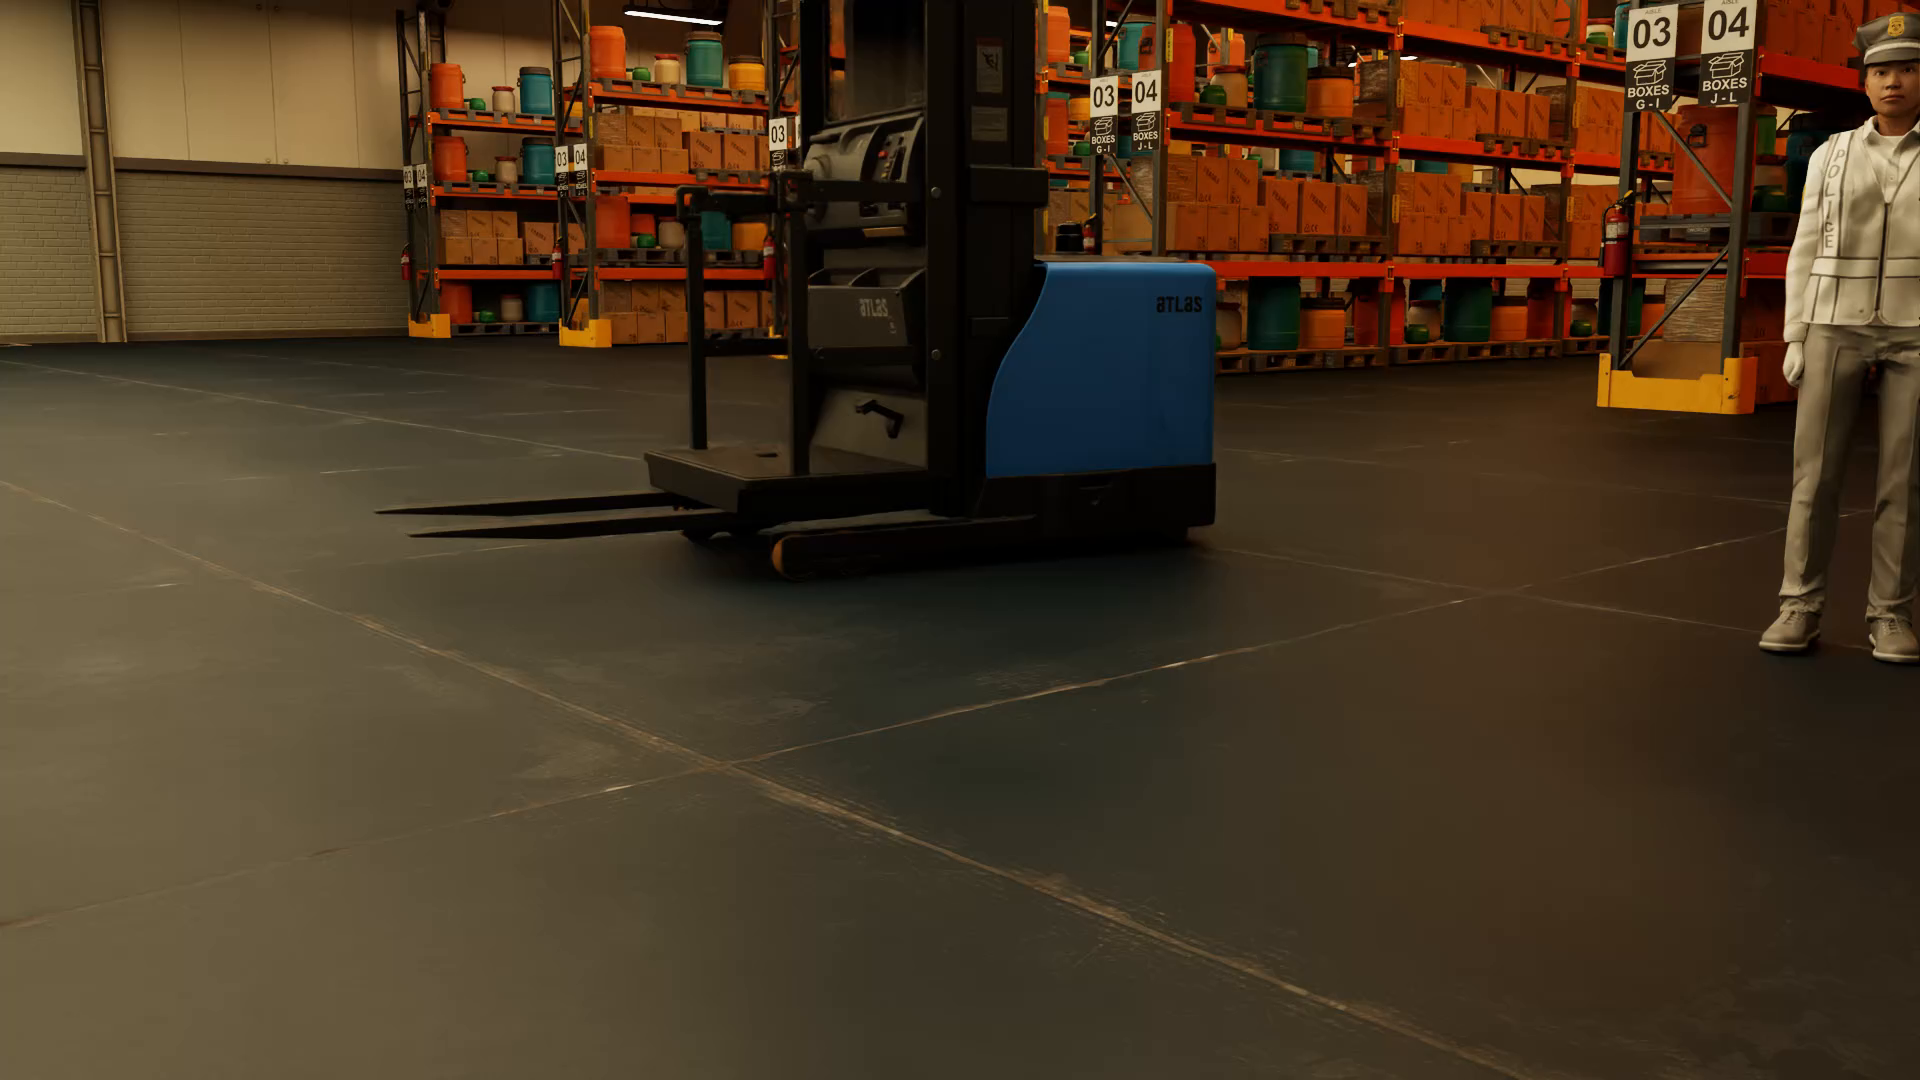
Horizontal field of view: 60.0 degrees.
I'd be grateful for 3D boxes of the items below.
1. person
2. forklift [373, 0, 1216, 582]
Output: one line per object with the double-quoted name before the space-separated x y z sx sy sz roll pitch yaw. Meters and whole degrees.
"person" 2.453 -0.529 4.446 0.464 1.692 0.336 5 10 29
"forklift" -0.546 -1.399 5.997 3.031 2.935 1.130 -5 10 -28
